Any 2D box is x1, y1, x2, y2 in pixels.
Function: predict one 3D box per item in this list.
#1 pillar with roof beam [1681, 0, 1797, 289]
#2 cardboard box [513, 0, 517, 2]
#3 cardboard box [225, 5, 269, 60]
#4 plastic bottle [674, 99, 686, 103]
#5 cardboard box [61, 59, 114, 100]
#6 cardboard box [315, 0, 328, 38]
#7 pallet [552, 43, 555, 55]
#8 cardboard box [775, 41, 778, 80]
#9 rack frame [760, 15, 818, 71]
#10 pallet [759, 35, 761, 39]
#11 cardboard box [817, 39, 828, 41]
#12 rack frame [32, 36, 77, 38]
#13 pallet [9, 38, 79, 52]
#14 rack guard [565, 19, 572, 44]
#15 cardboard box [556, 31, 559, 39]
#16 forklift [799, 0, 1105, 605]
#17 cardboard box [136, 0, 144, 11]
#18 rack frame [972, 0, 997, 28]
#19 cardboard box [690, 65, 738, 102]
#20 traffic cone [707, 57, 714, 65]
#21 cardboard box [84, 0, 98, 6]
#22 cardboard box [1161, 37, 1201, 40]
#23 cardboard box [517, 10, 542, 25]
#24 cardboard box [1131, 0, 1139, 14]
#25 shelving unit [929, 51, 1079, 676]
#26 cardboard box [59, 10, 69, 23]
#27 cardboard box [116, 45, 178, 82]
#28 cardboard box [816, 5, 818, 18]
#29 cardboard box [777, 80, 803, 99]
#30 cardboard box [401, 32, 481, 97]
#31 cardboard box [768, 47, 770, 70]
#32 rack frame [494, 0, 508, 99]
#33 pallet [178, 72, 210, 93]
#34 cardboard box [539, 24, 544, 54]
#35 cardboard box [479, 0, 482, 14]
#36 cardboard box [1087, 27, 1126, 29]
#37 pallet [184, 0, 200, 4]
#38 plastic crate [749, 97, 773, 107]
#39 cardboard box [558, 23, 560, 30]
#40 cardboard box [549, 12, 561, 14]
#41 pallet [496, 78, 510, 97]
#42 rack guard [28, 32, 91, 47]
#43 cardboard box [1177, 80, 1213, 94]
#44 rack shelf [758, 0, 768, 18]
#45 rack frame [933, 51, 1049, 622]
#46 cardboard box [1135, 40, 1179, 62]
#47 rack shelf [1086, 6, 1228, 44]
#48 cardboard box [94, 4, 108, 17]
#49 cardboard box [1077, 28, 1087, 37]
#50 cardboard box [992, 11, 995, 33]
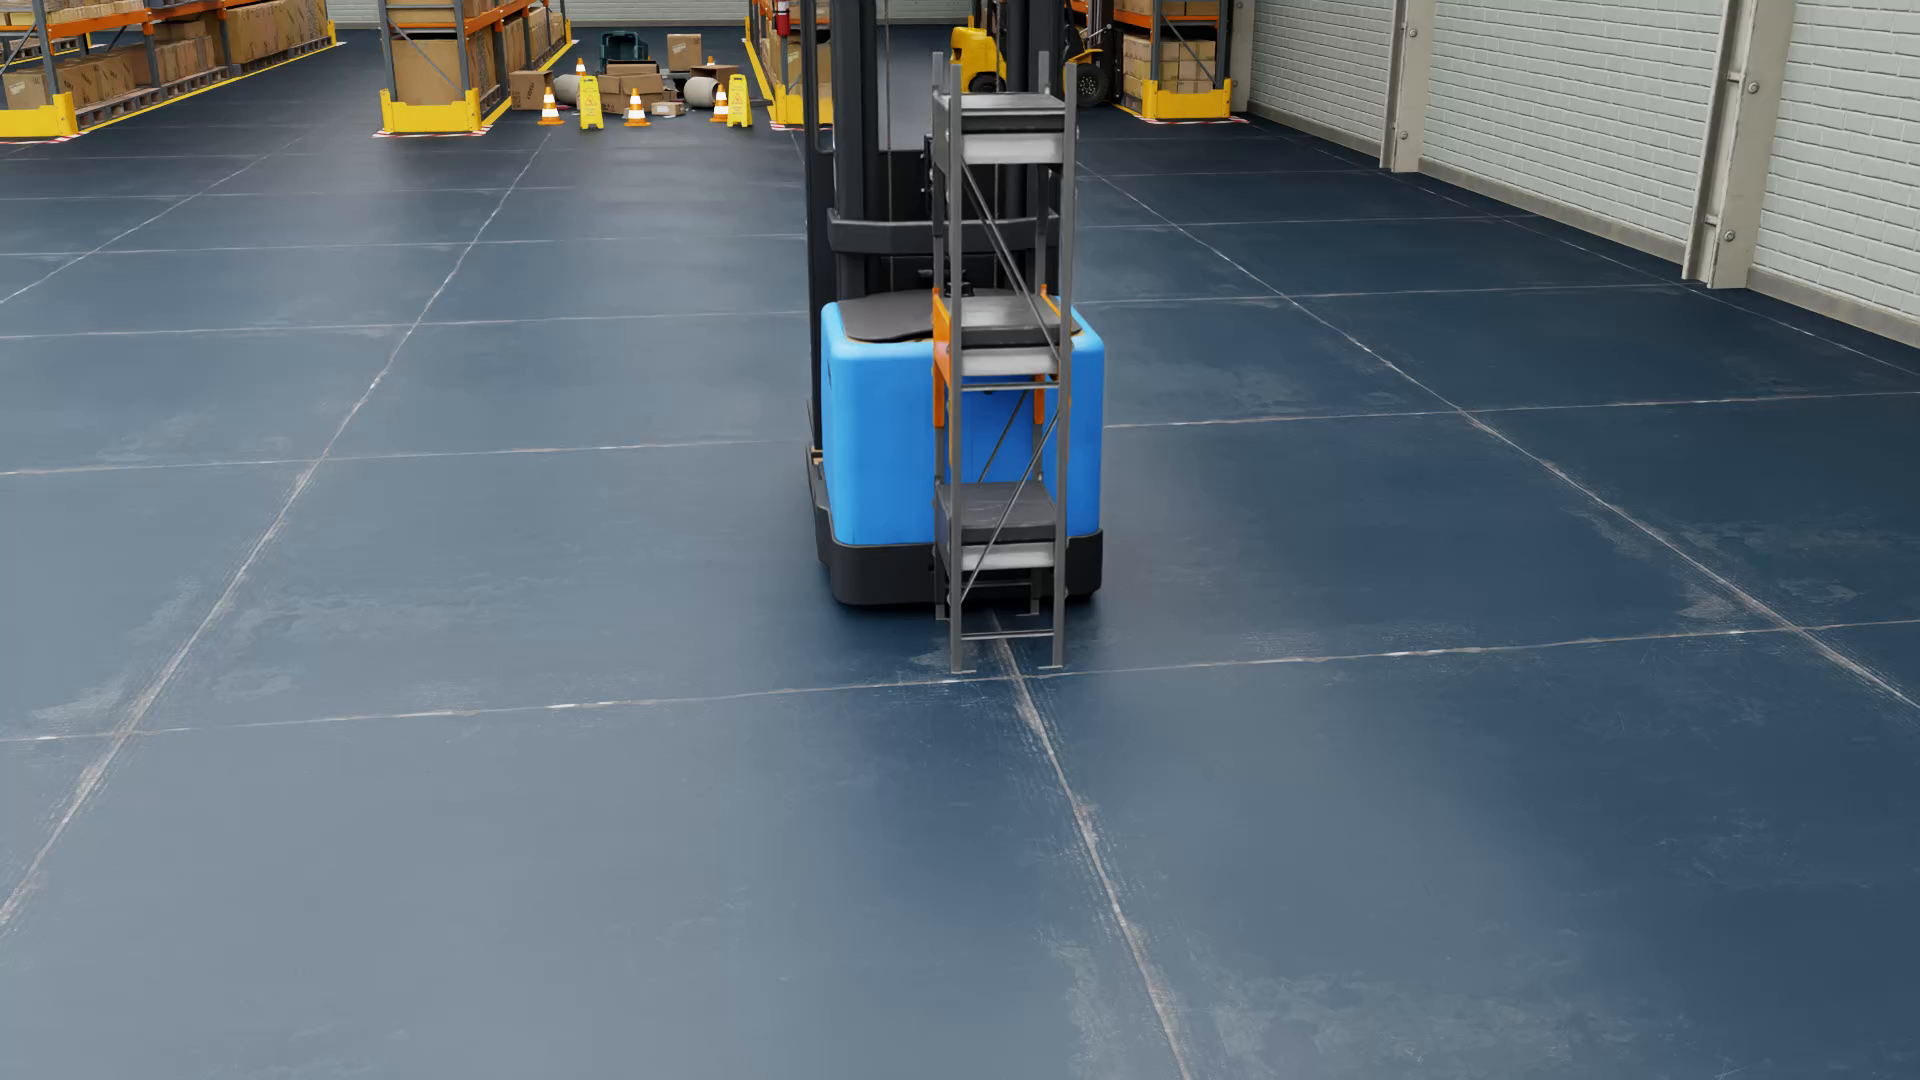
[{"bbox_3d":[1.336,-5.907,10.170,9.100,9.000,0.400,-3,21,-8],"label":"pillar with roof beam"},{"bbox_3d":[-7.322,-8.797,26.339,0.500,0.500,0.500,-3,21,-7],"label":"cardboard box"},{"bbox_3d":[-12.996,-8.951,29.331,1.225,0.875,0.875,-3,21,-8],"label":"cardboard box"},{"bbox_3d":[-4.083,-6.397,24.257,0.133,0.061,0.283,1,20,2],"label":"plastic bottle"},{"bbox_3d":[-11.944,-6.292,22.747,0.500,0.500,0.500,-5,21,-13],"label":"cardboard box"},{"bbox_3d":[-13.778,-10.954,34.694,0.875,0.875,0.875,-3,21,-8],"label":"cardboard box"},{"bbox_3d":[-8.582,-9.725,32.952,1.003,0.211,1.213,-3,21,-8],"label":"pallet"},{"bbox_3d":[-2.289,-6.635,22.952,0.500,0.500,0.500,-2,21,-6],"label":"cardboard box"},{"bbox_3d":[-2.990,-9.700,28.901,1.000,3.000,0.127,-3,21,-8],"label":"rack frame"},{"bbox_3d":[-3.778,-10.469,34.945,1.003,0.211,1.213,-3,21,-8],"label":"pallet"},{"bbox_3d":[-1.763,-6.673,23.052,0.500,0.500,0.500,-4,21,-10],"label":"cardboard box"},{"bbox_3d":[-18.851,-11.720,34.310,1.000,3.000,0.127,-3,21,-8],"label":"rack frame"},{"bbox_3d":[-18.770,-10.127,34.028,1.003,0.211,1.213,-3,21,-8],"label":"pallet"},{"bbox_3d":[-9.016,-10.988,35.921,1.175,0.500,0.348,-3,21,-8],"label":"rack guard"},{"bbox_3d":[-8.488,-10.430,34.328,0.380,0.149,0.250,-3,21,-7],"label":"cardboard box"},{"bbox_3d":[-0.146,-1.600,7.312,1.130,2.935,3.031,-3,21,-7],"label":"forklift"},{"bbox_3d":[-11.898,-7.638,23.739,0.380,0.149,0.250,-3,21,-8],"label":"cardboard box"},{"bbox_3d":[0.768,-12.722,36.990,1.000,3.000,0.127,-3,21,-8],"label":"rack frame"},{"bbox_3d":[-3.605,-6.706,24.452,0.500,0.500,0.500,12,24,29],"label":"cardboard box"},{"bbox_3d":[-3.977,-7.486,26.597,0.336,0.463,0.334,-3,21,-8],"label":"traffic cone"},{"bbox_3d":[-11.976,-7.325,21.972,0.875,0.500,0.500,-3,21,-8],"label":"cardboard box"},{"bbox_3d":[3.117,-6.908,23.325,0.500,0.250,0.500,-3,21,-8],"label":"cardboard box"},{"bbox_3d":[-7.942,-9.571,30.456,0.500,0.250,0.500,-4,21,-10],"label":"cardboard box"},{"bbox_3d":[2.678,-7.566,23.044,0.500,0.500,0.500,-2,21,-6],"label":"cardboard box"},{"bbox_3d":[0.138,-0.596,5.811,0.431,2.100,0.503,-3,21,-7],"label":"shelving unit"},{"bbox_3d":[-11.487,-6.598,20.955,0.380,0.149,0.250,-3,21,-8],"label":"cardboard box"},{"bbox_3d":[-12.337,-7.230,25.232,0.700,0.500,0.500,-3,21,-8],"label":"cardboard box"},{"bbox_3d":[-1.731,-7.027,22.104,0.380,0.149,0.250,-3,21,-7],"label":"cardboard box"},{"bbox_3d":[-2.223,-6.114,22.627,0.500,0.250,0.500,-3,21,-8],"label":"cardboard box"},{"bbox_3d":[-7.012,-6.383,22.456,0.875,0.875,0.875,-3,21,-9],"label":"cardboard box"},{"bbox_3d":[-2.598,-7.711,26.731,0.950,0.372,0.625,-2,21,-4],"label":"cardboard box"},{"bbox_3d":[-7.297,-8.031,24.430,1.000,3.000,0.127,-3,21,-8],"label":"rack frame"},{"bbox_3d":[-12.513,-7.202,26.197,1.003,0.211,1.213,-3,21,-8],"label":"pallet"},{"bbox_3d":[-7.951,-9.227,30.607,0.500,0.500,0.500,-3,21,-9],"label":"cardboard box"},{"bbox_3d":[-6.993,-7.413,22.563,0.875,0.550,0.500,-3,21,-8],"label":"cardboard box"},{"bbox_3d":[2.257,-7.761,25.608,0.500,0.250,0.500,-3,21,-9],"label":"cardboard box"},{"bbox_3d":[-12.470,-8.427,25.766,1.003,0.211,1.213,-3,21,-8],"label":"pallet"},{"bbox_3d":[-2.998,-6.363,24.137,0.402,0.080,0.583,-11,23,-26],"label":"plastic crate"},{"bbox_3d":[-8.504,-10.659,34.517,0.380,0.149,0.250,-3,21,-7],"label":"cardboard box"},{"bbox_3d":[-8.700,-11.155,35.419,0.380,0.149,0.250,-3,21,-7],"label":"cardboard box"},{"bbox_3d":[-7.483,-6.988,25.623,1.003,0.211,1.213,-3,21,-8],"label":"pallet"},{"bbox_3d":[-18.867,-10.557,34.767,1.175,0.500,0.348,-3,21,-8],"label":"rack guard"},{"bbox_3d":[3.197,-6.271,23.048,0.500,0.250,0.500,-3,21,-8],"label":"cardboard box"},{"bbox_3d":[-2.702,-8.671,27.172,1.077,0.370,4.000,-3,21,-8],"label":"rack shelf"},{"bbox_3d":[0.107,-0.681,6.037,0.400,2.100,0.015,-3,21,-7],"label":"rack frame"},{"bbox_3d":[2.700,-6.703,22.776,0.500,0.250,0.500,-2,21,-6],"label":"cardboard box"},{"bbox_3d":[2.786,-7.537,24.138,1.077,0.370,4.000,-3,21,-8],"label":"rack shelf"},{"bbox_3d":[-11.696,-7.118,22.346,0.380,0.149,0.250,-3,21,-8],"label":"cardboard box"},{"bbox_3d":[2.307,-8.100,27.411,0.875,0.625,0.625,-3,21,-8],"label":"cardboard box"},{"bbox_3d":[0.997,-10.874,35.015,0.700,0.500,0.500,-4,21,-10],"label":"cardboard box"}]
